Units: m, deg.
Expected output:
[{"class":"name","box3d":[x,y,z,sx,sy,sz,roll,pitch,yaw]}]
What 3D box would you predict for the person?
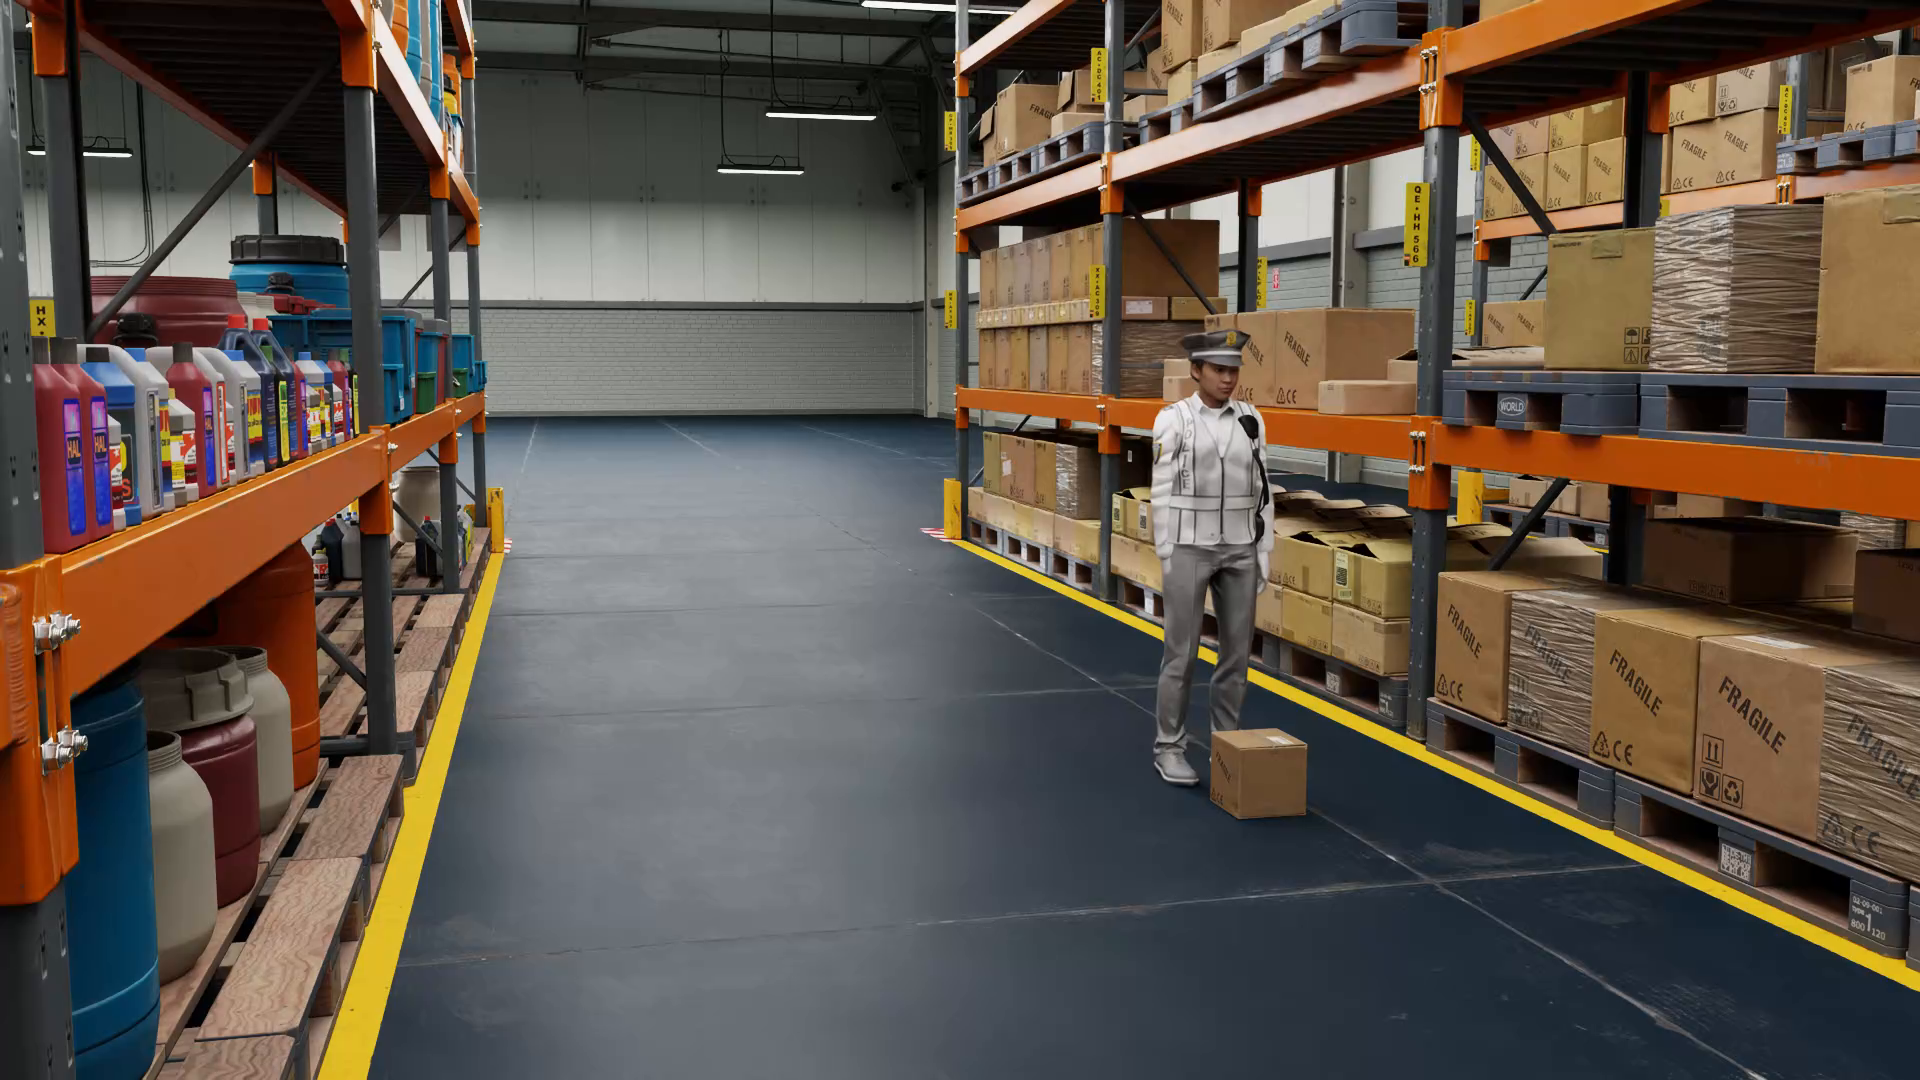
[{"class":"person","box3d":[0.939,0.062,6.138,0.468,1.669,0.329,-1,6,-12]}]
